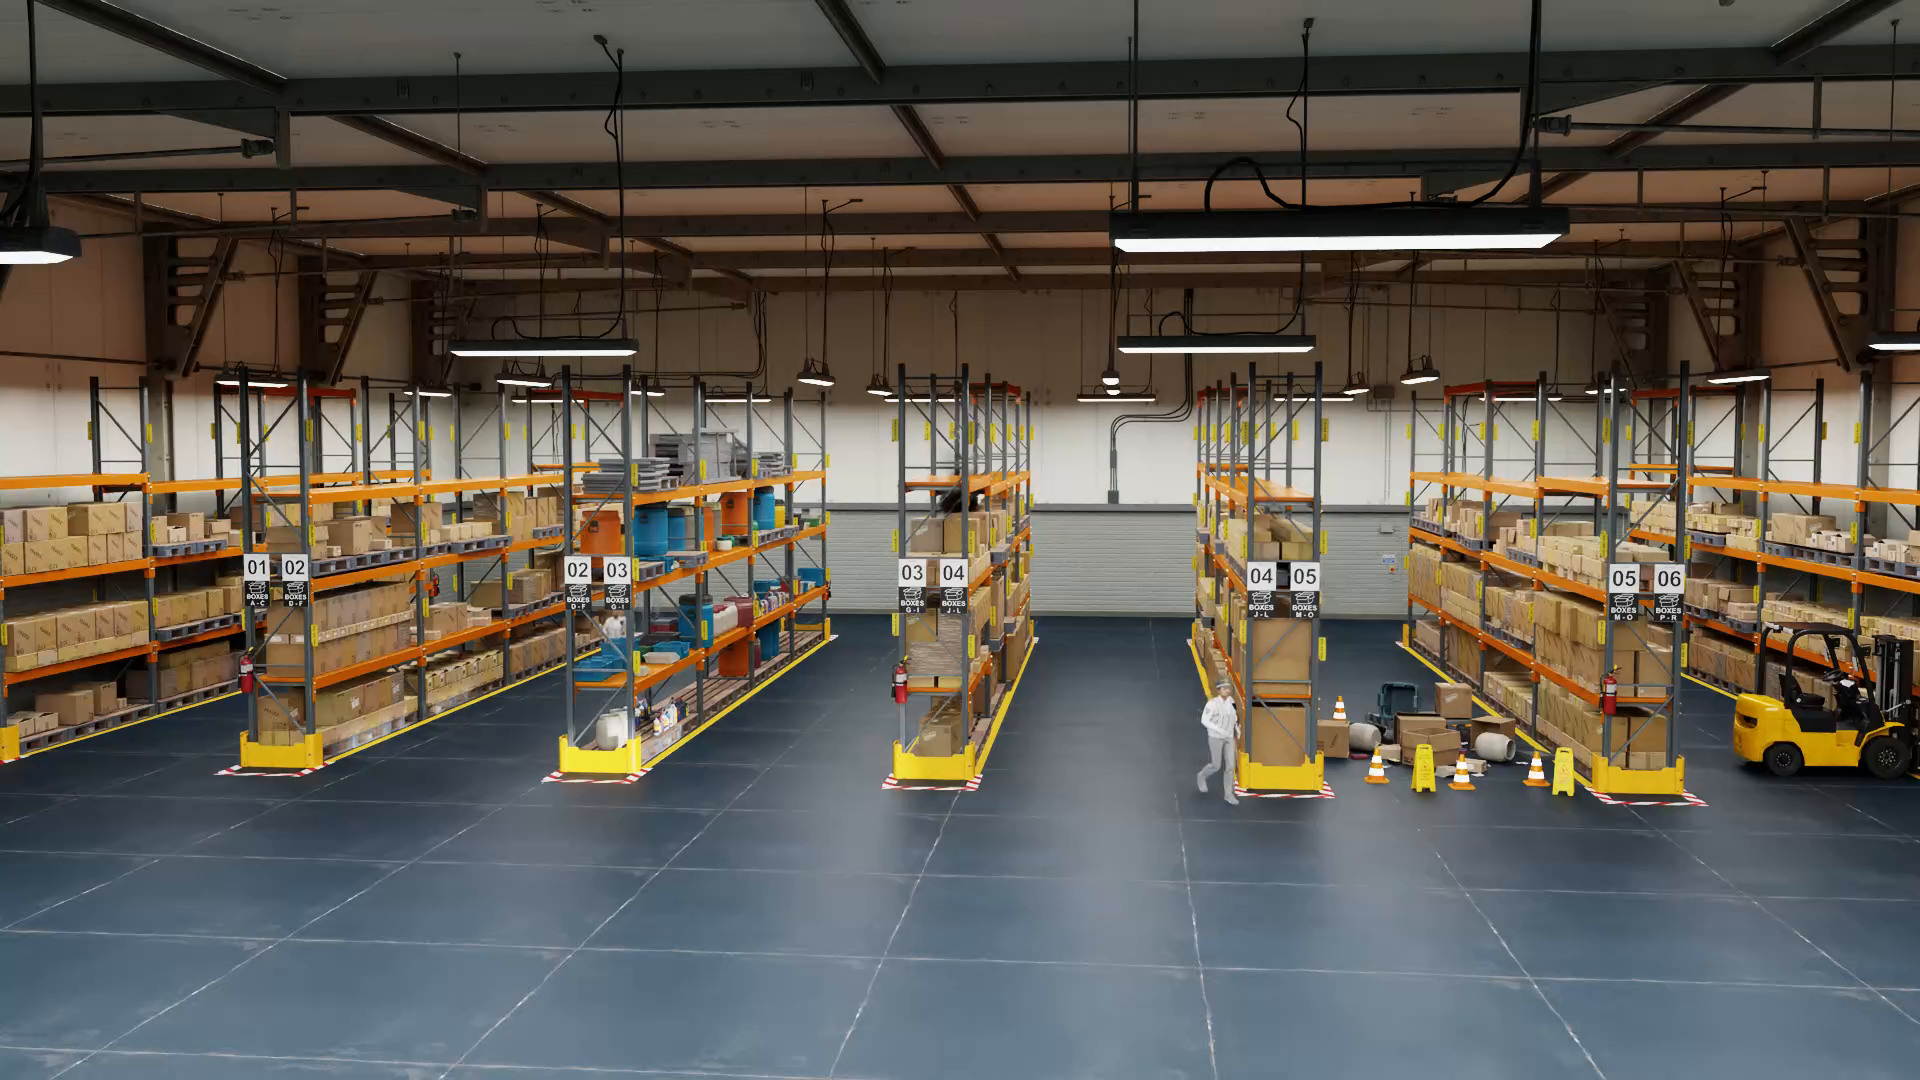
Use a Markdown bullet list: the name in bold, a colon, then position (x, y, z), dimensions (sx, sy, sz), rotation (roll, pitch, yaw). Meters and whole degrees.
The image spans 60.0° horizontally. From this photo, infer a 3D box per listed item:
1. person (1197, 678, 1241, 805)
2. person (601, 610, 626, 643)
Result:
- **person**: position (3.549, 2.707, 22.712), dimensions (0.656, 1.699, 0.802), rotation (-2, 4, -32)
- **person**: position (-6.806, 2.063, 32.939), dimensions (0.613, 1.646, 0.579), rotation (0, 4, -5)
